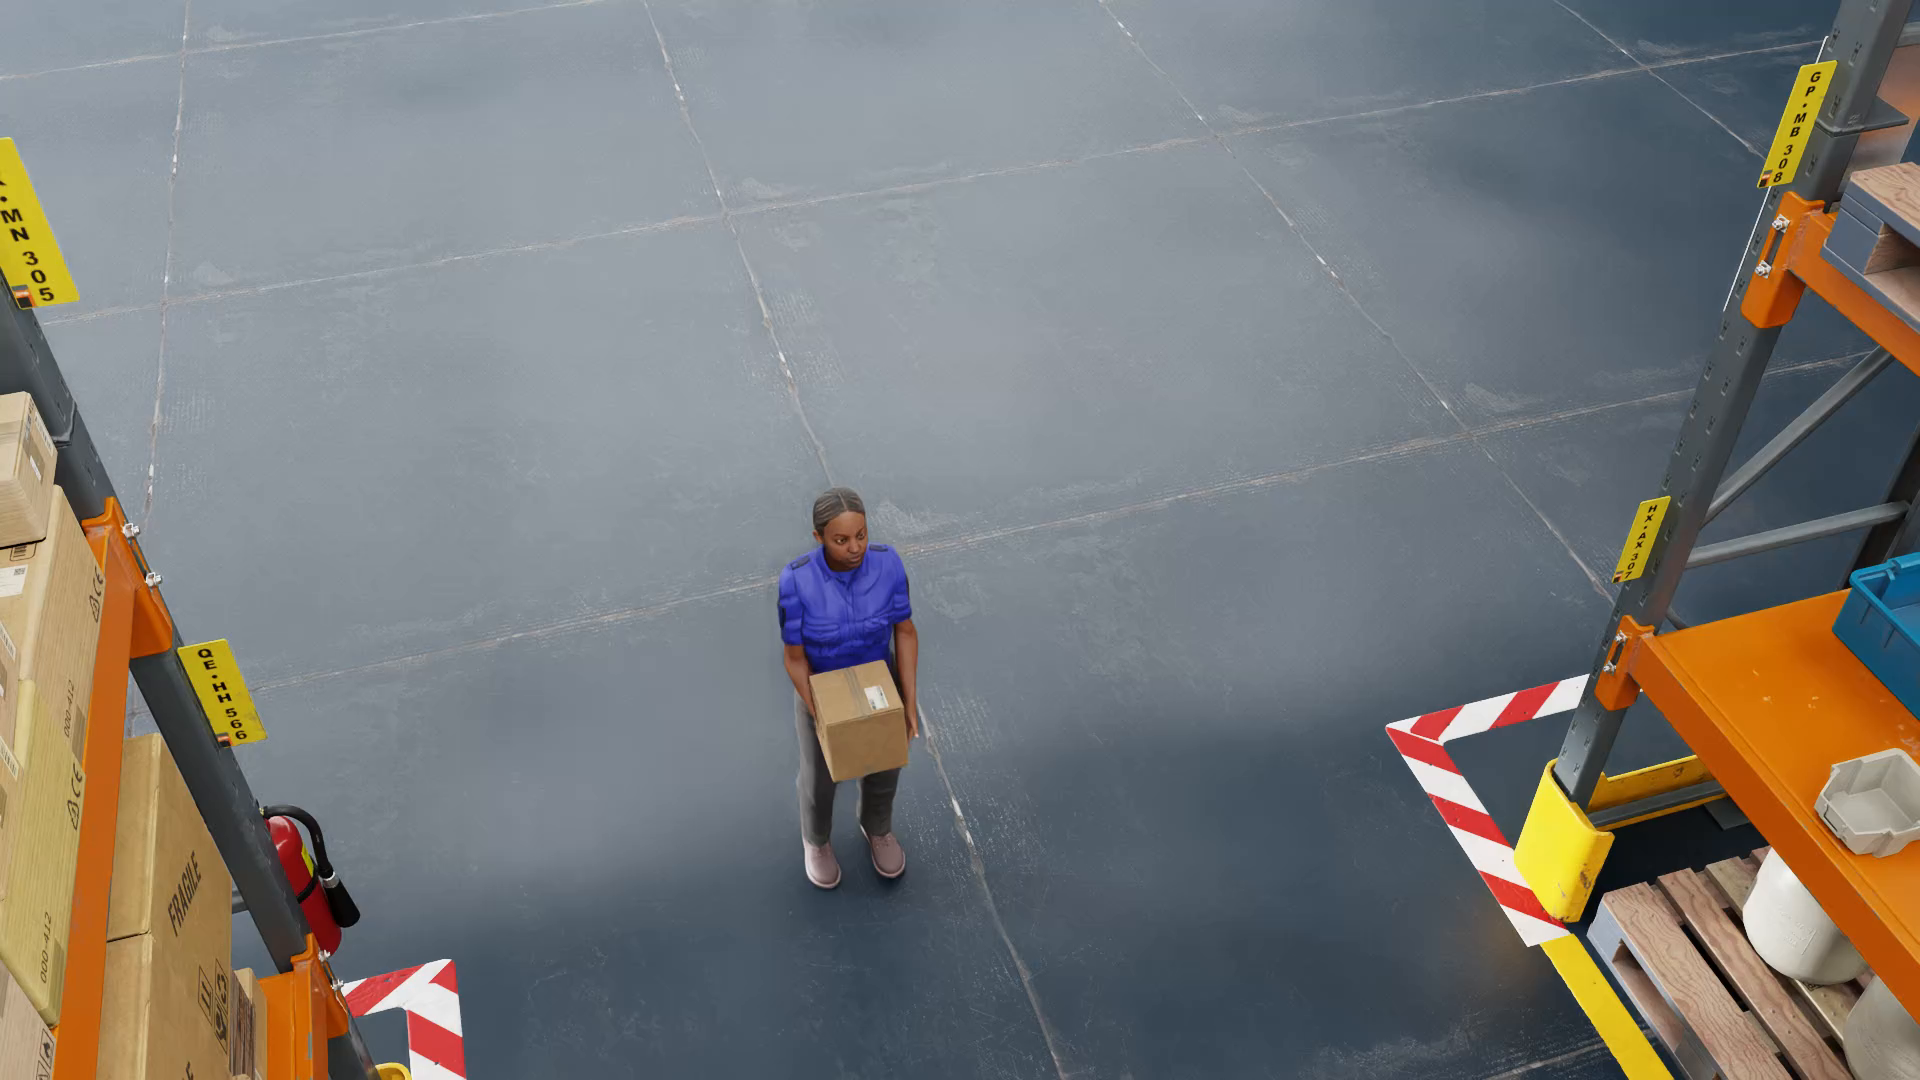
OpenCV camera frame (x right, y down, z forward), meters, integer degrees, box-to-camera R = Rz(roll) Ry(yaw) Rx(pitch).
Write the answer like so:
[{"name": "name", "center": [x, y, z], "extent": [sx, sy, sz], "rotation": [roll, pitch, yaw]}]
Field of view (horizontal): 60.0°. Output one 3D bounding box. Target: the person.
[{"name": "person", "center": [-0.341, 0.561, 5.553], "extent": [0.458, 1.653, 0.510], "rotation": [-14, 44, -14]}]
